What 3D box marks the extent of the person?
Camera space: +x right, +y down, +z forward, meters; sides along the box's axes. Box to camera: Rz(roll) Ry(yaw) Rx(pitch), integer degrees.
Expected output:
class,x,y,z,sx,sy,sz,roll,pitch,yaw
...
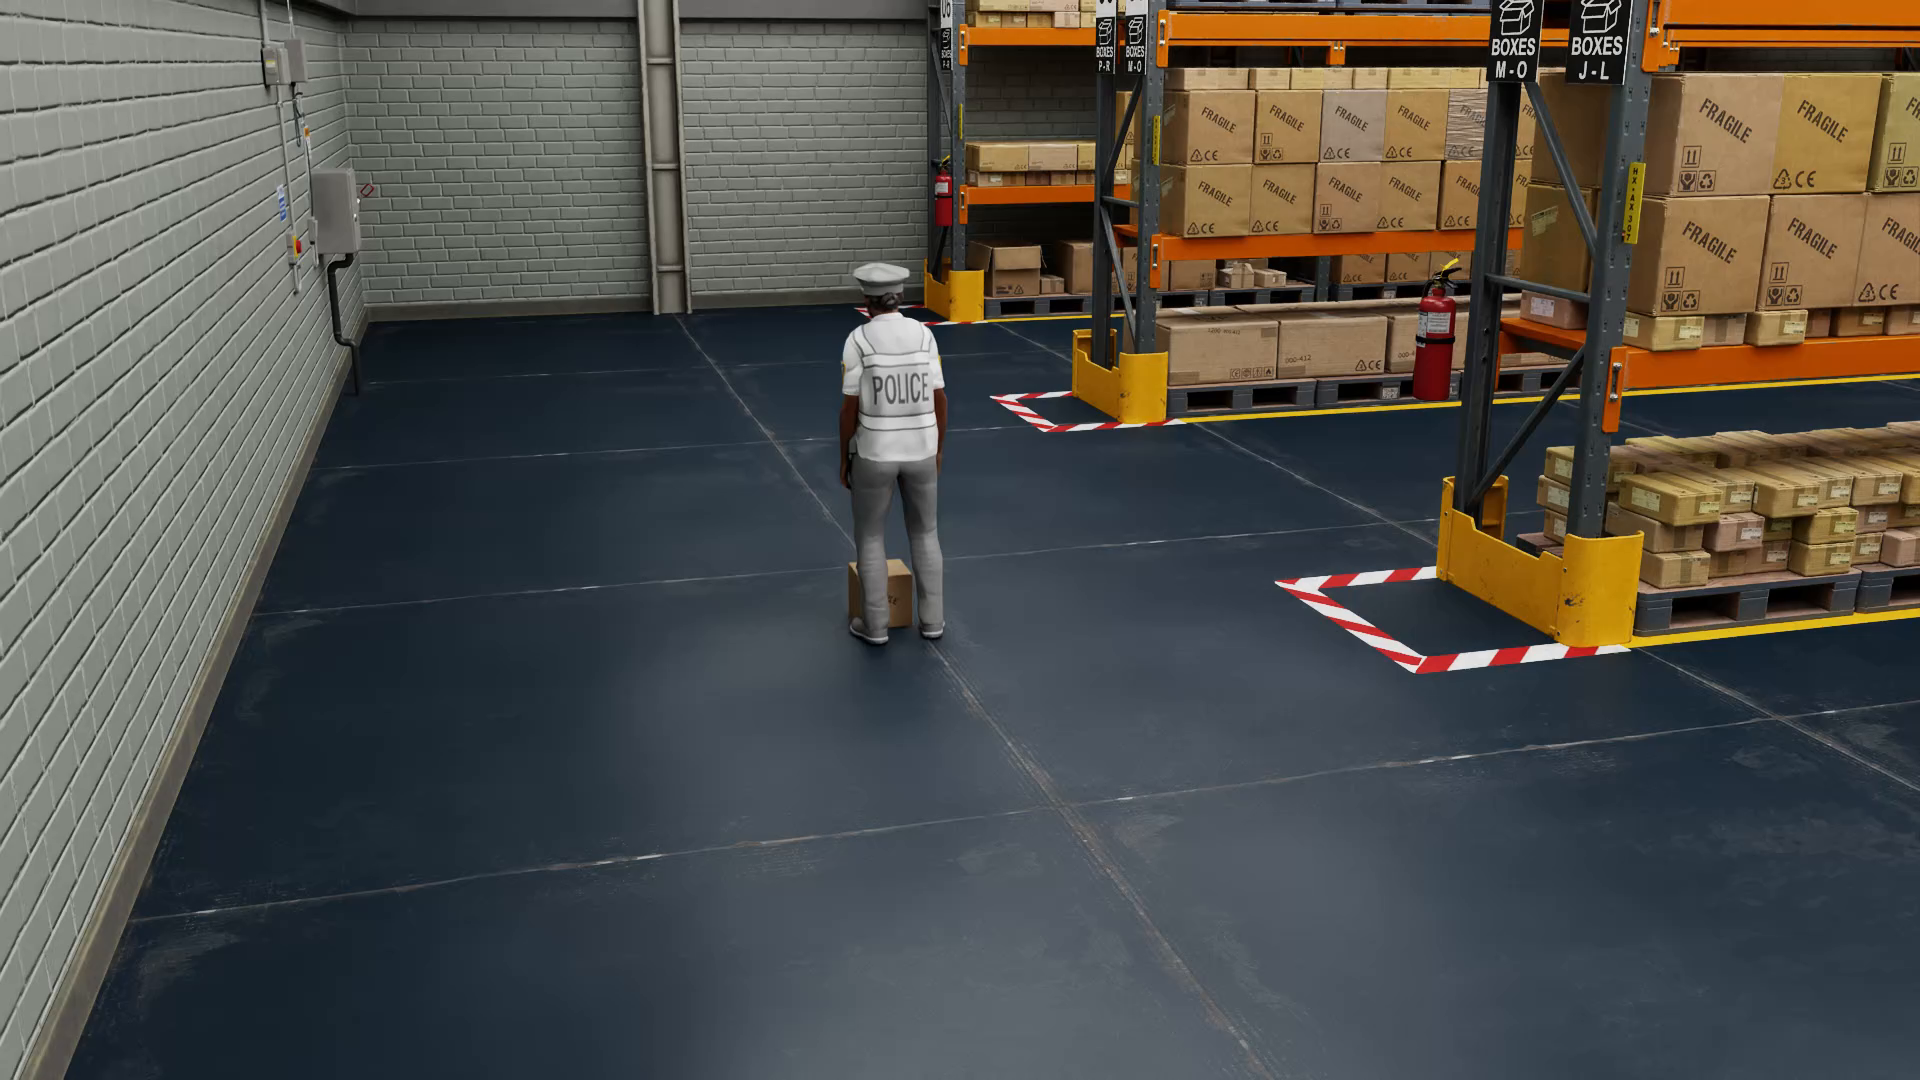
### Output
class,x,y,z,sx,sy,sz,roll,pitch,yaw
person,-0.288,-0.363,7.294,0.509,1.658,0.391,-5,17,-17
